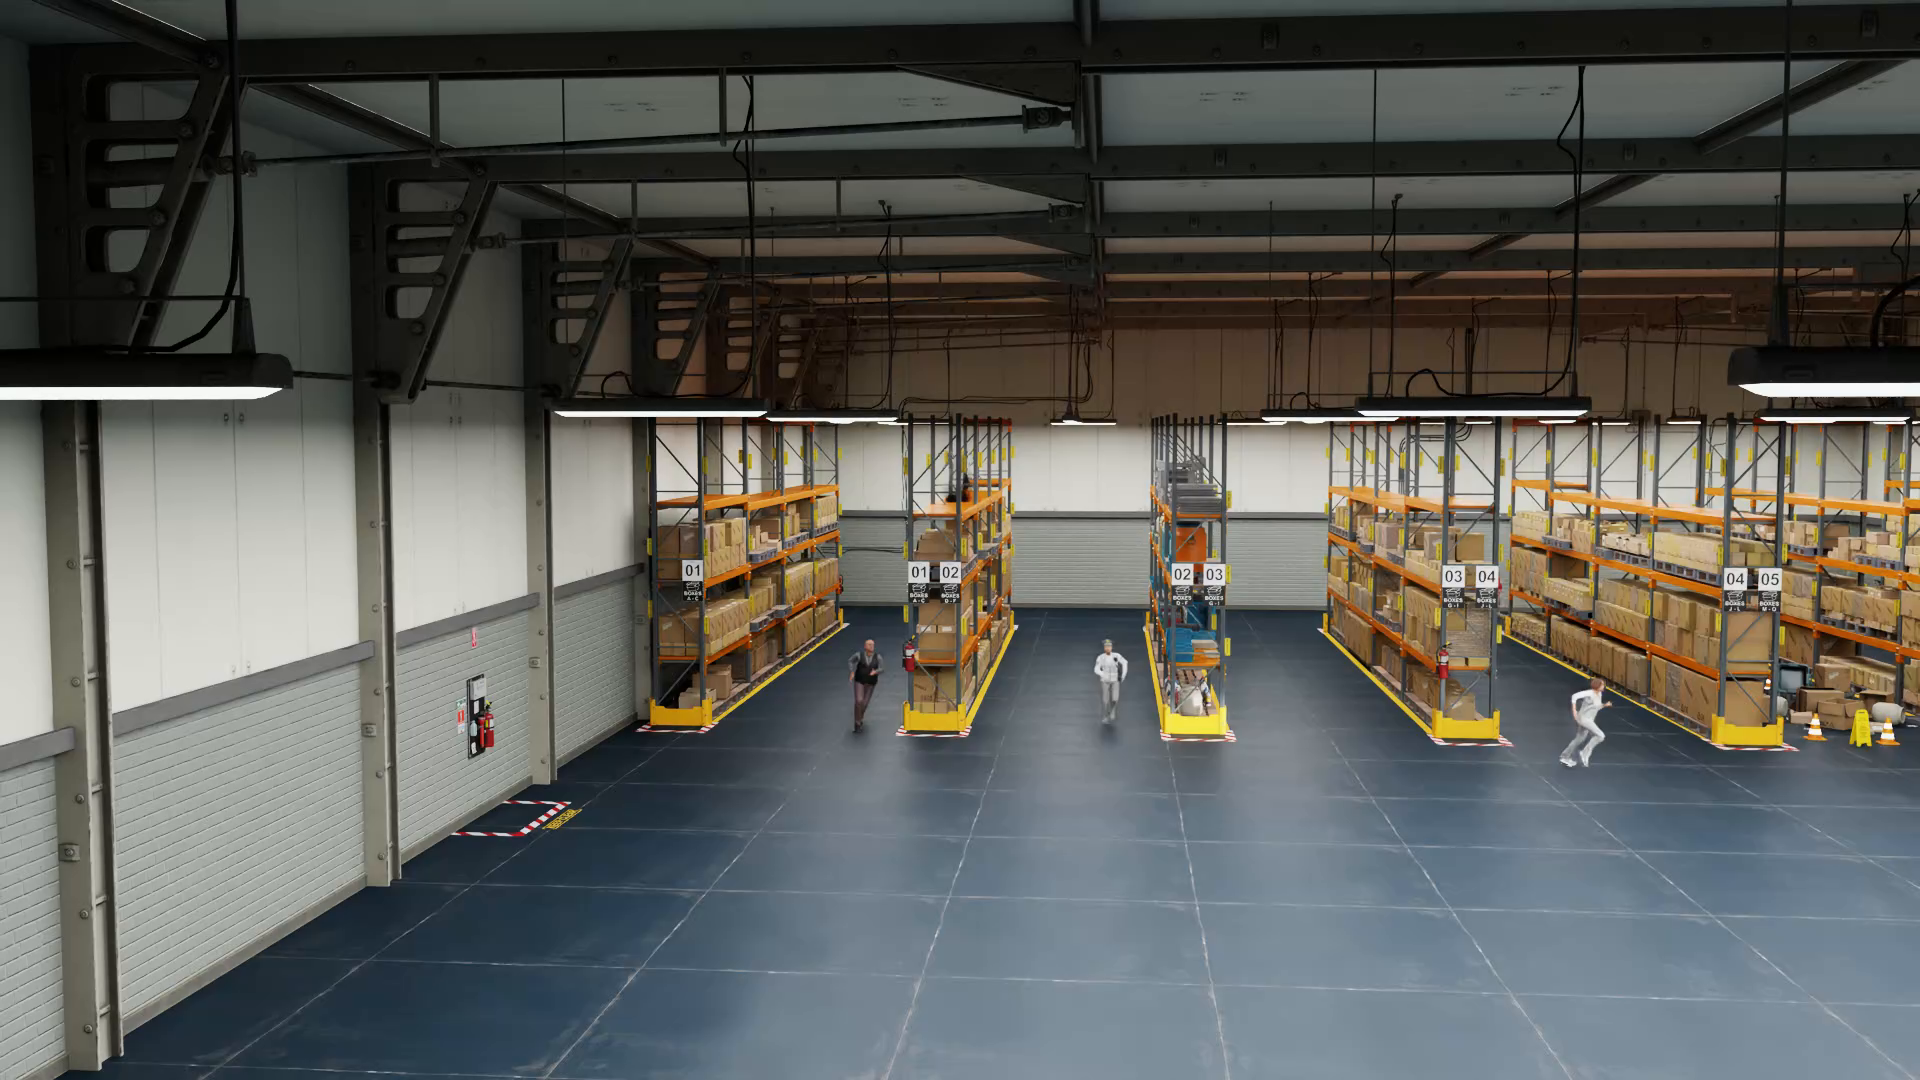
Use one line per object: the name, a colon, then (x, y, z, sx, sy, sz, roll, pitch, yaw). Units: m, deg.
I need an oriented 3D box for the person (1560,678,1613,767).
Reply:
person: (10.513, 3.057, 27.898, 0.814, 1.523, 0.526, 3, 5, 34)

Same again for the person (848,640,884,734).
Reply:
person: (-1.769, 2.748, 31.573, 0.658, 1.723, 0.898, -1, 4, -15)

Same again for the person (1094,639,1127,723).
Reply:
person: (2.892, 2.731, 32.040, 0.610, 1.651, 0.685, 0, 4, 4)

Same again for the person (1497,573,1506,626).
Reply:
person: (15.256, 1.707, 47.360, 0.846, 1.689, 0.705, 0, 4, 2)
